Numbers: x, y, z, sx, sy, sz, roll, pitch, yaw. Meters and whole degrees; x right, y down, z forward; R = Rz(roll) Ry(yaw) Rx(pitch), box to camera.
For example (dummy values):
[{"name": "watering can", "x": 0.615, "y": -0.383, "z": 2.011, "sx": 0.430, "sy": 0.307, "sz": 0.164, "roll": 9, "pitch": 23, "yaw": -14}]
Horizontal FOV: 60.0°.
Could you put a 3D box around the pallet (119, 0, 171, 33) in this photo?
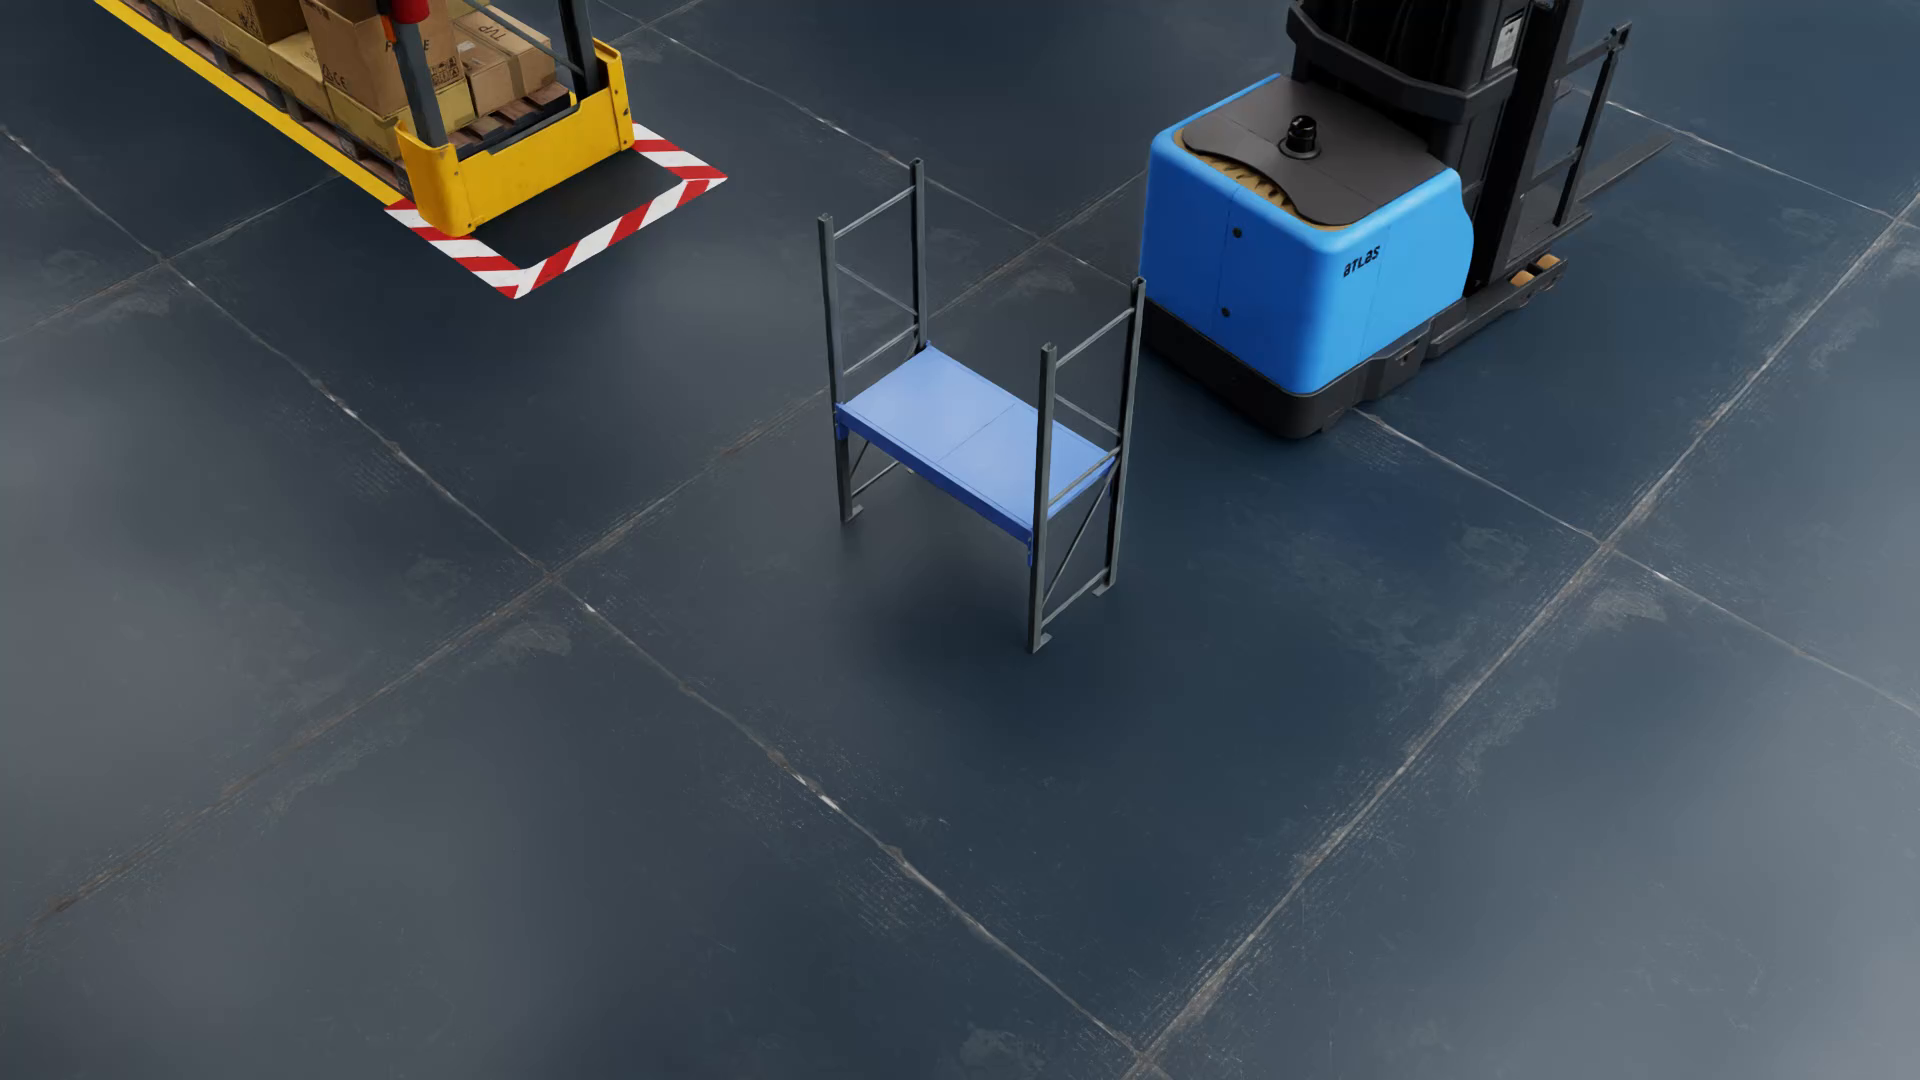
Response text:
[{"name": "pallet", "x": -4.599, "y": -3.506, "z": 9.897, "sx": 1.213, "sy": 0.211, "sz": 1.003, "roll": 34, "pitch": 55, "yaw": 28}]

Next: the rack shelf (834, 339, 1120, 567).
[{"name": "rack shelf", "x": 0.063, "y": -0.348, "z": 6.295, "sx": 1.000, "sy": 0.185, "sz": 0.538, "roll": 34, "pitch": 55, "yaw": 28}]

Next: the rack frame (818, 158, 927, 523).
[{"name": "rack frame", "x": -0.311, "y": -0.723, "z": 6.400, "sx": 0.032, "sy": 1.500, "sz": 0.500, "roll": 34, "pitch": 55, "yaw": 28}]

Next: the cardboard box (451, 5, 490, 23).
[{"name": "cardboard box", "x": -2.829, "y": -2.730, "z": 8.854, "sx": 0.500, "sy": 0.250, "sz": 0.500, "roll": 34, "pitch": 55, "yaw": 28}]

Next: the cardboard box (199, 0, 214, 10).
[{"name": "cardboard box", "x": -3.923, "y": -3.198, "z": 8.779, "sx": 0.500, "sy": 0.500, "sz": 0.500, "roll": 34, "pitch": 55, "yaw": 28}]

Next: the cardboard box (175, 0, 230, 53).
[{"name": "cardboard box", "x": -3.921, "y": -2.943, "z": 9.054, "sx": 0.500, "sy": 0.250, "sz": 0.500, "roll": 34, "pitch": 55, "yaw": 28}]

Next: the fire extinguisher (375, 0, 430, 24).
[{"name": "fire extinguisher", "x": -2.444, "y": -2.565, "z": 7.153, "sx": 0.183, "sy": 0.674, "sz": 0.296, "roll": 34, "pitch": 55, "yaw": 28}]

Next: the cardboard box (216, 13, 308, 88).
[{"name": "cardboard box", "x": -3.554, "y": -2.695, "z": 8.821, "sx": 0.500, "sy": 0.250, "sz": 0.500, "roll": 34, "pitch": 55, "yaw": 28}]

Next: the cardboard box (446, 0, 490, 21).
[{"name": "cardboard box", "x": -2.828, "y": -2.988, "z": 8.582, "sx": 0.500, "sy": 0.500, "sz": 0.500, "roll": 34, "pitch": 55, "yaw": 28}]

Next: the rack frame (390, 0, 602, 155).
[{"name": "rack frame", "x": -2.216, "y": -2.898, "z": 7.414, "sx": 0.127, "sy": 3.000, "sz": 1.000, "roll": 34, "pitch": 55, "yaw": 28}]

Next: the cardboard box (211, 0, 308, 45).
[{"name": "cardboard box", "x": -3.556, "y": -2.950, "z": 8.546, "sx": 0.500, "sy": 0.500, "sz": 0.500, "roll": 34, "pitch": 55, "yaw": 28}]

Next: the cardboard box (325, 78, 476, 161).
[{"name": "cardboard box", "x": -2.810, "y": -2.208, "z": 8.363, "sx": 0.500, "sy": 0.250, "sz": 0.500, "roll": 34, "pitch": 55, "yaw": 28}]

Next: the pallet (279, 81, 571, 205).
[{"name": "pallet", "x": -2.806, "y": -2.300, "z": 8.764, "sx": 1.213, "sy": 0.211, "sz": 1.003, "roll": 34, "pitch": 55, "yaw": 28}]

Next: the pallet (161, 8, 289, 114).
[{"name": "pallet", "x": -3.698, "y": -2.903, "z": 9.331, "sx": 1.213, "sy": 0.211, "sz": 1.003, "roll": 34, "pitch": 55, "yaw": 28}]

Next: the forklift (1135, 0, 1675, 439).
[{"name": "forklift", "x": 2.224, "y": -2.357, "z": 6.952, "sx": 3.031, "sy": 2.935, "sz": 1.130, "roll": -32, "pitch": 54, "yaw": -26}]

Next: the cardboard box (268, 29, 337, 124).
[{"name": "cardboard box", "x": -3.186, "y": -2.449, "z": 8.589, "sx": 0.500, "sy": 0.250, "sz": 0.500, "roll": 34, "pitch": 55, "yaw": 28}]

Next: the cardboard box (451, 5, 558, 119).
[{"name": "cardboard box", "x": -2.459, "y": -2.485, "z": 8.624, "sx": 0.500, "sy": 0.250, "sz": 0.500, "roll": 34, "pitch": 55, "yaw": 28}]

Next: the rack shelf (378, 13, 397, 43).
[{"name": "rack shelf", "x": -3.685, "y": -3.641, "z": 8.604, "sx": 4.000, "sy": 0.370, "sz": 1.077, "roll": 34, "pitch": 55, "yaw": 28}]

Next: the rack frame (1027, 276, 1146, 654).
[{"name": "rack frame", "x": 0.436, "y": -0.220, "z": 5.928, "sx": 0.032, "sy": 1.500, "sz": 0.500, "roll": 34, "pitch": 55, "yaw": 28}]

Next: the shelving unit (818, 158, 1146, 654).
[{"name": "shelving unit", "x": 0.063, "y": -0.471, "z": 6.164, "sx": 1.048, "sy": 1.500, "sz": 0.538, "roll": 34, "pitch": 55, "yaw": 28}]

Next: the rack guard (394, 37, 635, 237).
[{"name": "rack guard", "x": -2.198, "y": -2.031, "z": 8.314, "sx": 0.348, "sy": 0.500, "sz": 1.175, "roll": 34, "pitch": 55, "yaw": 28}]

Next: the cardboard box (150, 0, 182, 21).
[{"name": "cardboard box", "x": -4.292, "y": -3.187, "z": 9.283, "sx": 0.500, "sy": 0.250, "sz": 0.500, "roll": 34, "pitch": 55, "yaw": 28}]

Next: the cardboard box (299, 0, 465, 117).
[{"name": "cardboard box", "x": -2.812, "y": -2.463, "z": 8.089, "sx": 0.500, "sy": 0.500, "sz": 0.500, "roll": 34, "pitch": 55, "yaw": 28}]
